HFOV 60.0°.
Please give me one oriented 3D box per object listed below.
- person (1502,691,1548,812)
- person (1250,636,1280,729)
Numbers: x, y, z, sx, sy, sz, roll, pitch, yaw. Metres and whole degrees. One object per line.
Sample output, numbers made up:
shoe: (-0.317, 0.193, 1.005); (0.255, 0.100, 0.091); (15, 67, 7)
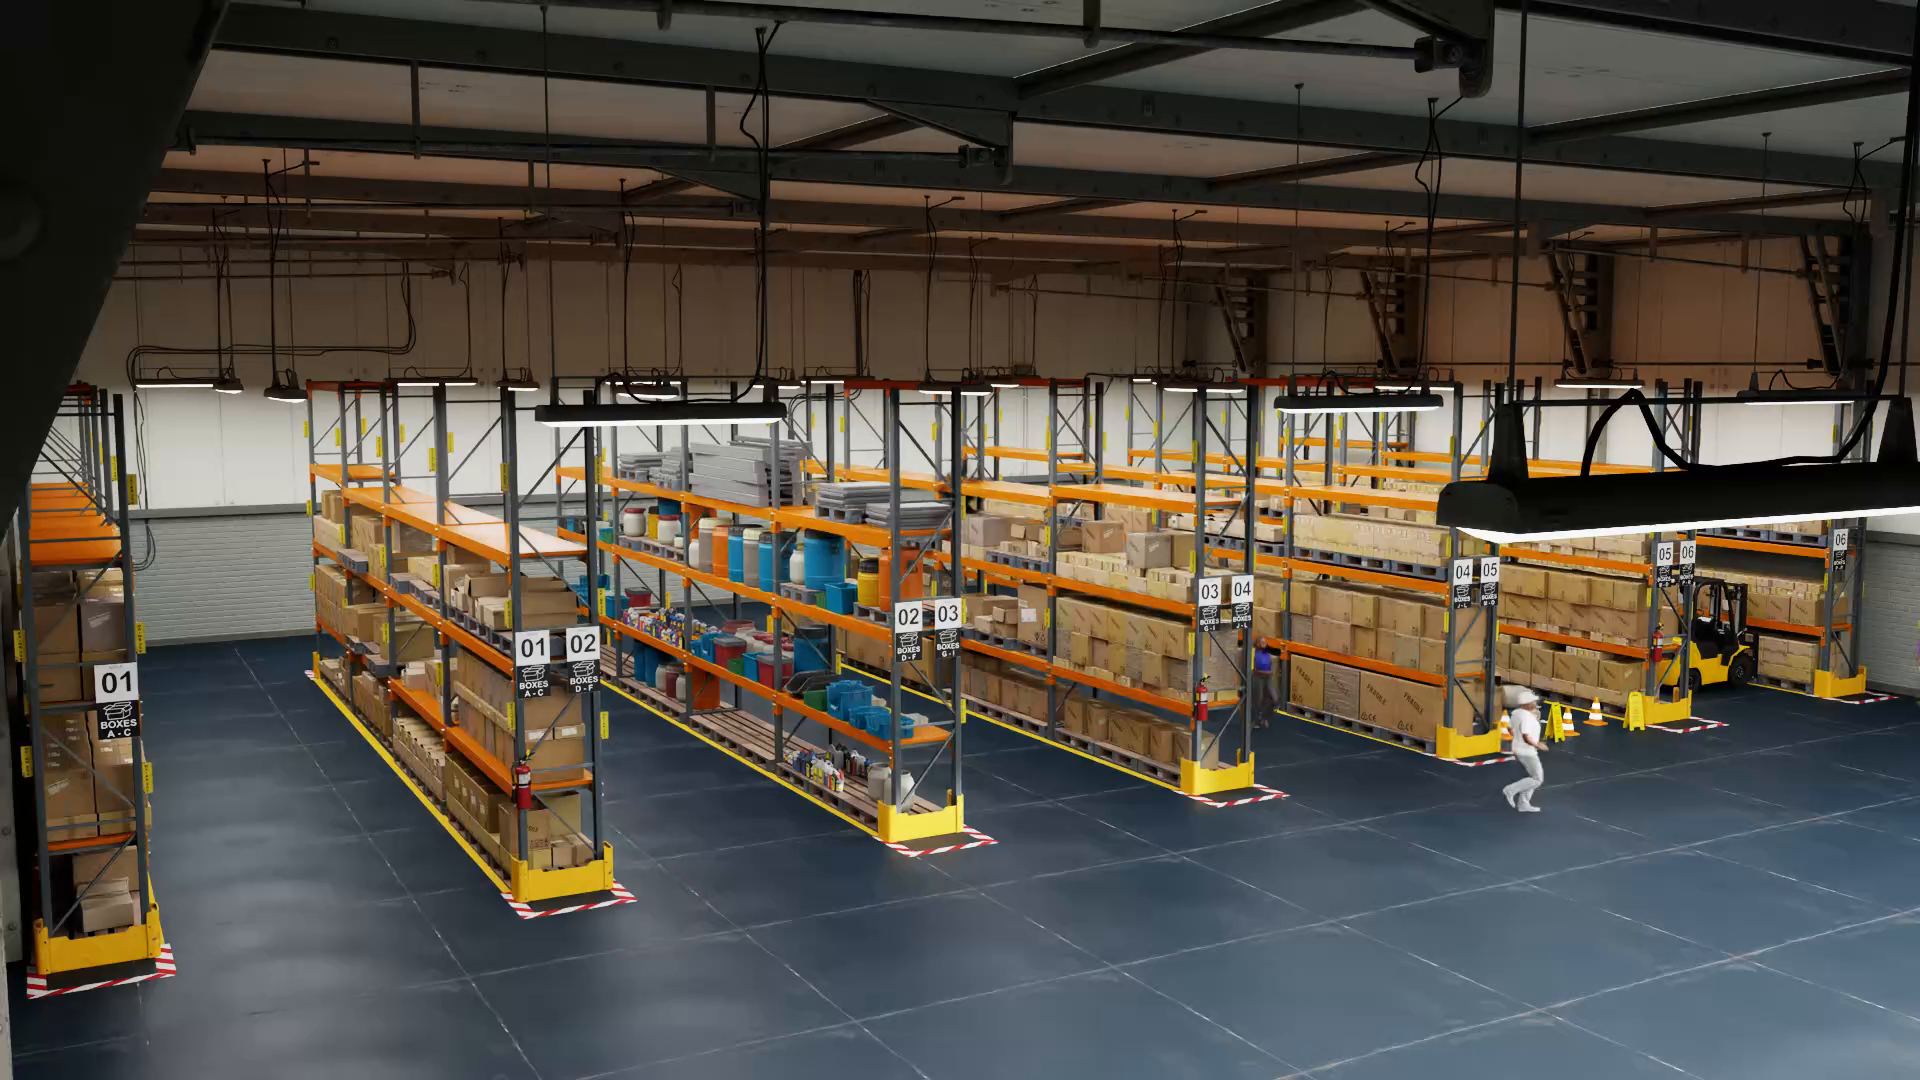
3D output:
person: (7.929, 2.984, 23.436); (0.597, 1.722, 0.689); (0, 6, 0)
person: (5.238, 2.473, 28.647); (0.569, 1.616, 0.655); (-5, 8, -38)
